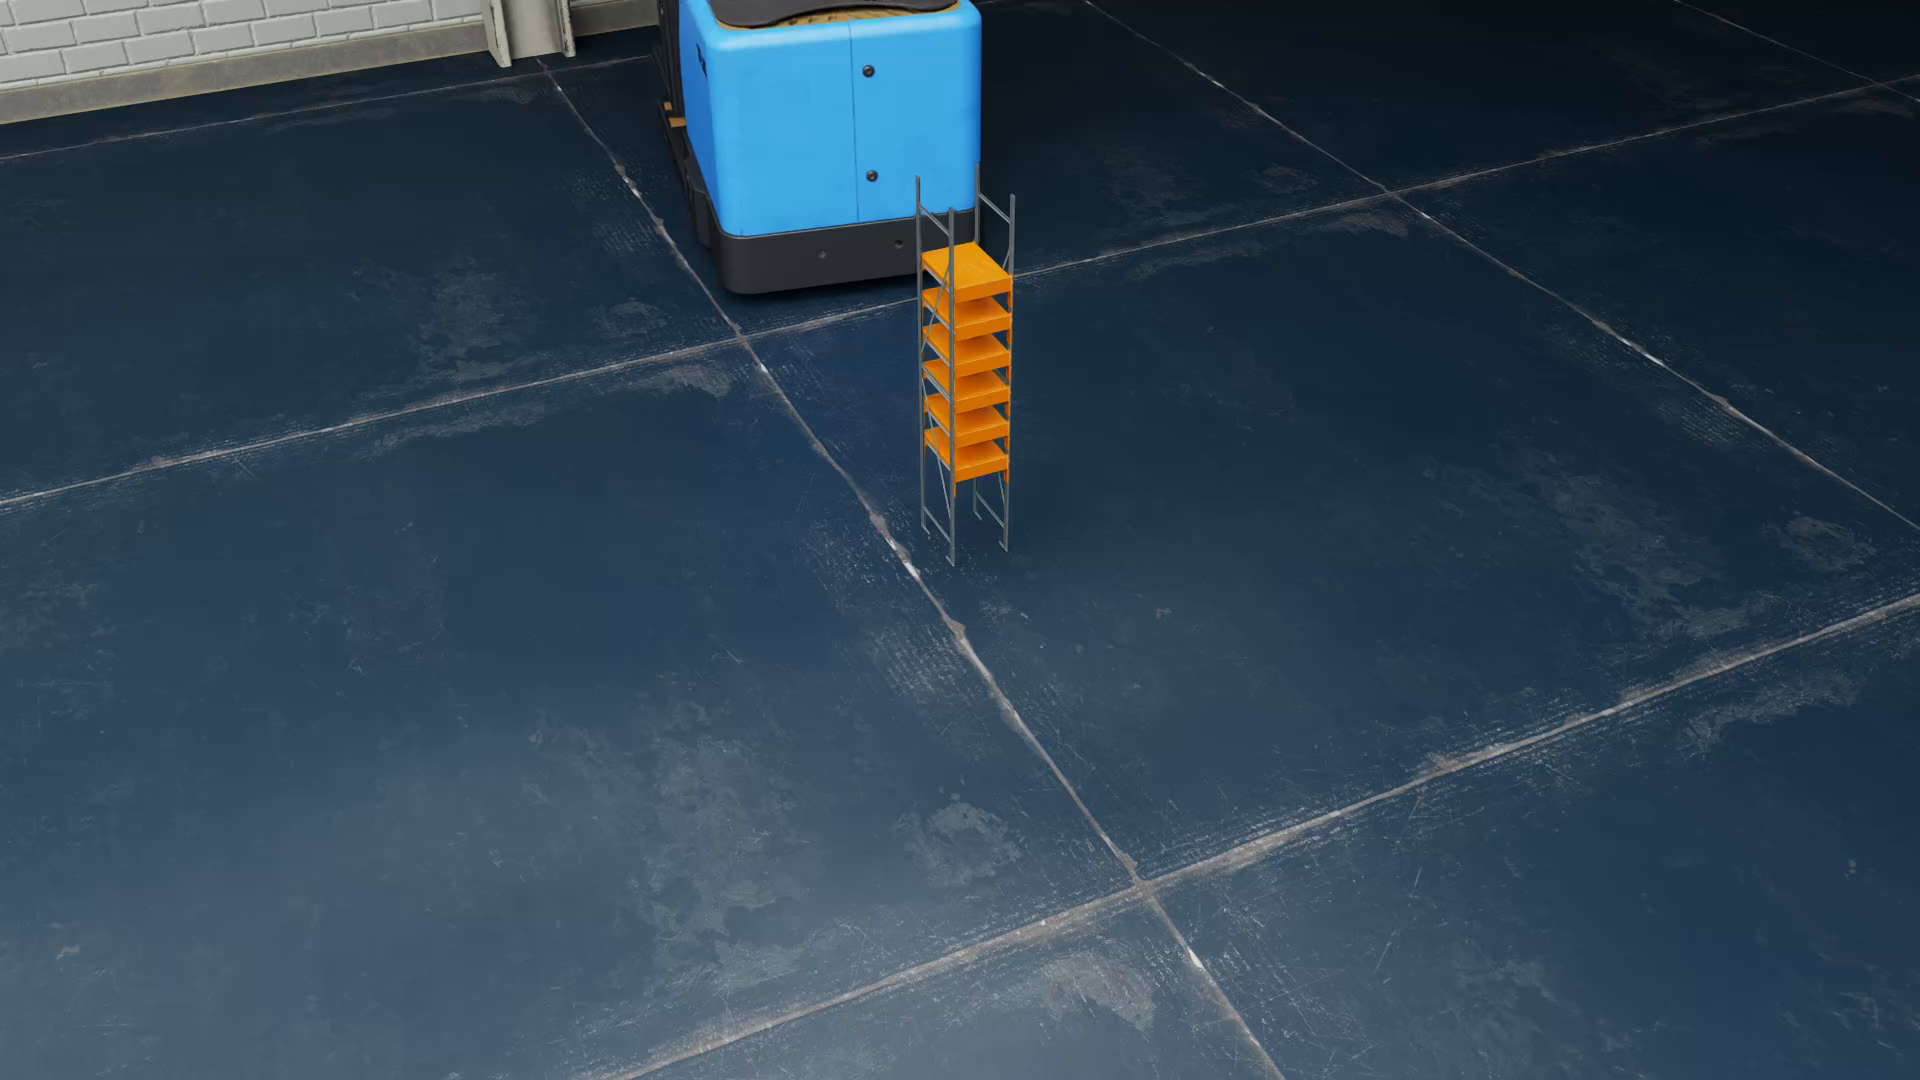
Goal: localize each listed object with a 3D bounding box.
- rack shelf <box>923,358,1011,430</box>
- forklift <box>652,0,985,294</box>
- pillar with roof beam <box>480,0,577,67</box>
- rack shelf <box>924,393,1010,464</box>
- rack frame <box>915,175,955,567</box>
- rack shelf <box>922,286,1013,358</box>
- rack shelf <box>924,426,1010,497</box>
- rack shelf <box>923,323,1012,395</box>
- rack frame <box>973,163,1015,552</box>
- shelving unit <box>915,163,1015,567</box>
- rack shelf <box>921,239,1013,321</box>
[{"bbox_3d":[0.013,-0.450,4.924,0.180,0.103,0.258,-16,39,-20],"label":"rack shelf"},{"bbox_3d":[-0.787,-3.003,6.838,1.130,2.935,3.031,-9,38,-12],"label":"forklift"},{"bbox_3d":[-0.407,-3.845,2.880,0.400,9.000,9.100,-16,39,-20],"label":"pillar with roof beam"},{"bbox_3d":[0.013,-0.354,4.995,0.180,0.103,0.258,-16,39,-20],"label":"rack shelf"},{"bbox_3d":[-0.070,-0.462,4.866,0.006,1.200,0.240,-16,39,-20],"label":"rack frame"},{"bbox_3d":[0.013,-0.643,4.781,0.180,0.103,0.258,-16,39,-20],"label":"rack shelf"},{"bbox_3d":[0.013,-0.257,5.067,0.180,0.103,0.258,-16,39,-20],"label":"rack shelf"},{"bbox_3d":[0.013,-0.546,4.852,0.180,0.103,0.258,-16,39,-20],"label":"rack shelf"},{"bbox_3d":[0.096,-0.509,4.929,0.006,1.200,0.240,-16,39,-20],"label":"rack frame"},{"bbox_3d":[0.013,-0.486,4.898,0.189,1.200,0.258,-16,39,-20],"label":"shelving unit"},{"bbox_3d":[0.013,-0.739,4.710,0.180,0.103,0.258,-16,39,-20],"label":"rack shelf"}]
